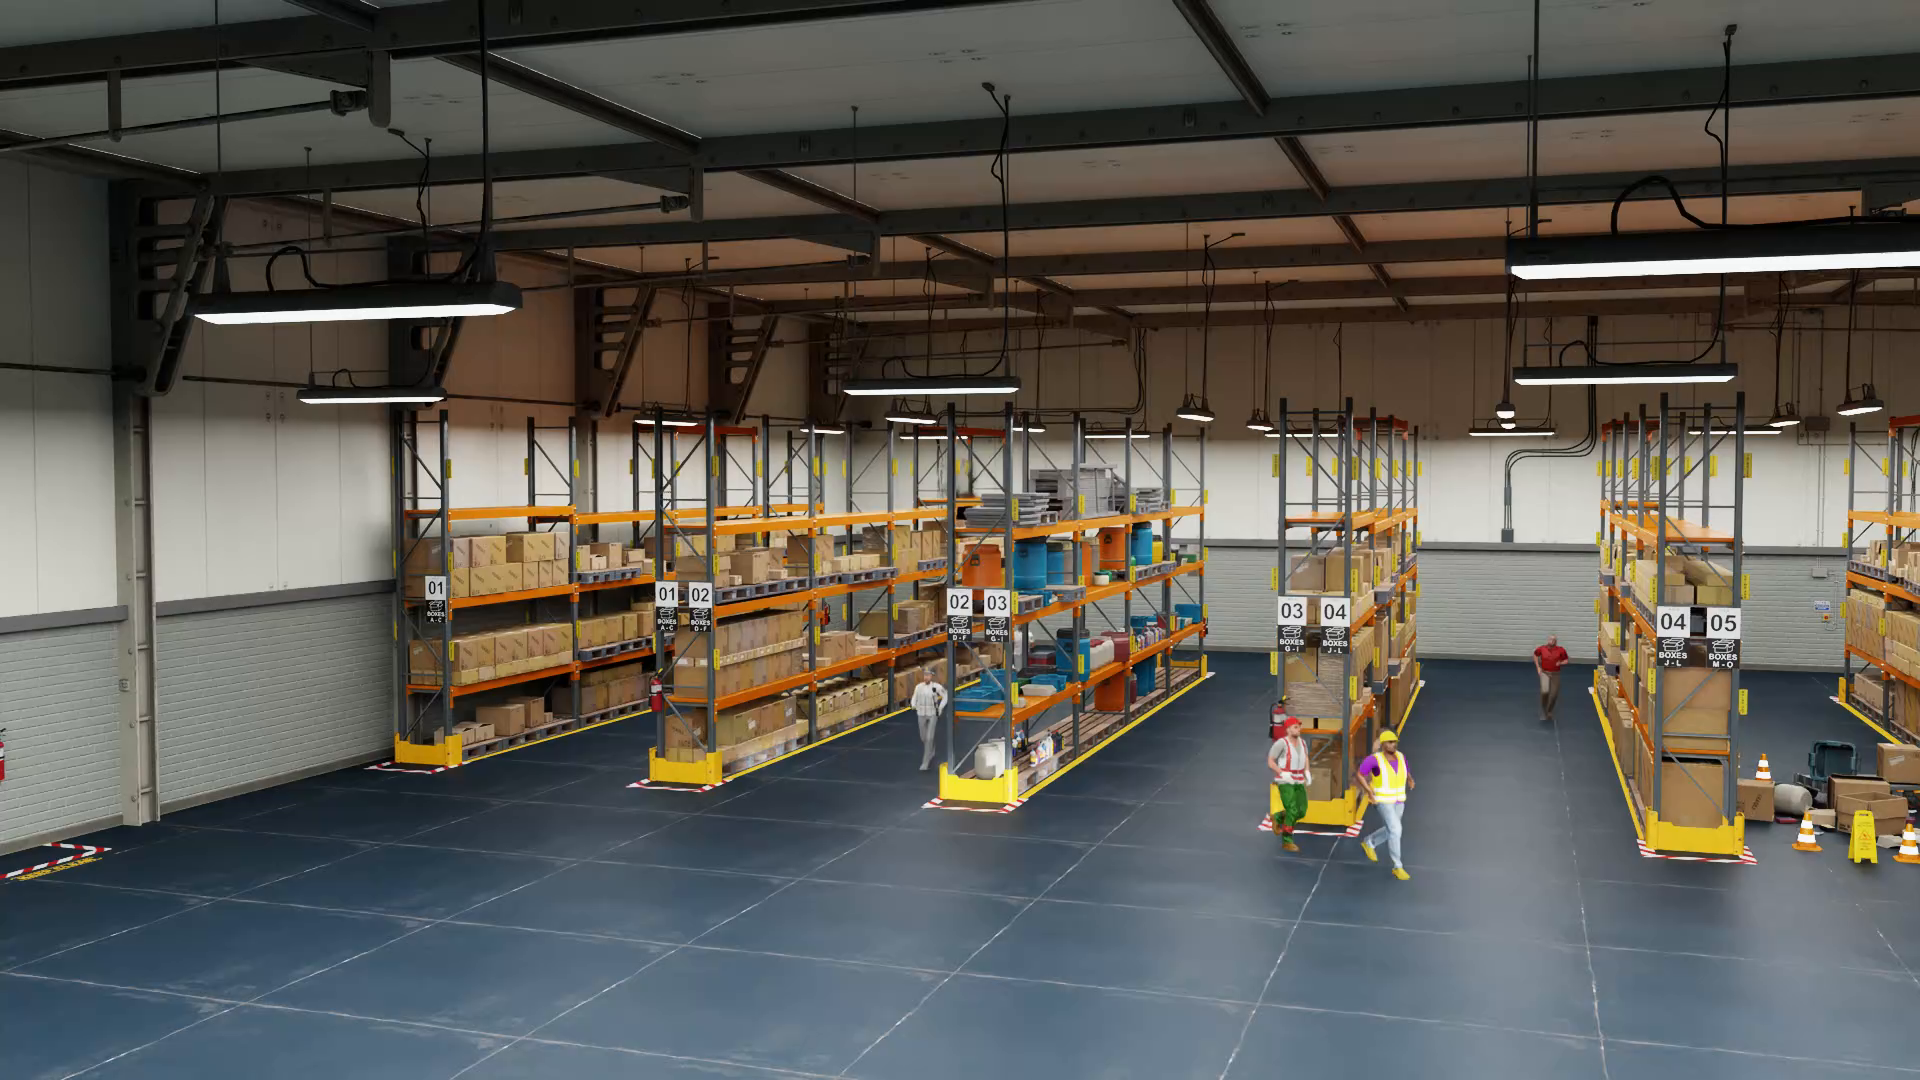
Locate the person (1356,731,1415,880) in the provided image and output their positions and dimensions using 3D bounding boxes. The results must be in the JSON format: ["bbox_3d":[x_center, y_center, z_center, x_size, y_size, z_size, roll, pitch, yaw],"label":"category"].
[{"bbox_3d":[5.301,3.238,20.582,0.686,1.774,0.895,-1,3,-26],"label":"person"}]

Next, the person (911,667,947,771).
[{"bbox_3d":[-0.522,2.963,27.865,0.616,1.680,0.901,1,3,15],"label":"person"}]

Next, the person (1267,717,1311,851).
[{"bbox_3d":[4.347,3.201,22.020,0.707,1.746,0.650,-2,3,-32],"label":"person"}]

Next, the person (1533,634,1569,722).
[{"bbox_3d":[11.750,2.745,33.055,0.643,1.752,0.780,1,3,13],"label":"person"}]

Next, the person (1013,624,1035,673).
[{"bbox_3d":[1.383,2.575,37.271,0.579,1.654,0.678,0,2,11],"label":"person"}]
